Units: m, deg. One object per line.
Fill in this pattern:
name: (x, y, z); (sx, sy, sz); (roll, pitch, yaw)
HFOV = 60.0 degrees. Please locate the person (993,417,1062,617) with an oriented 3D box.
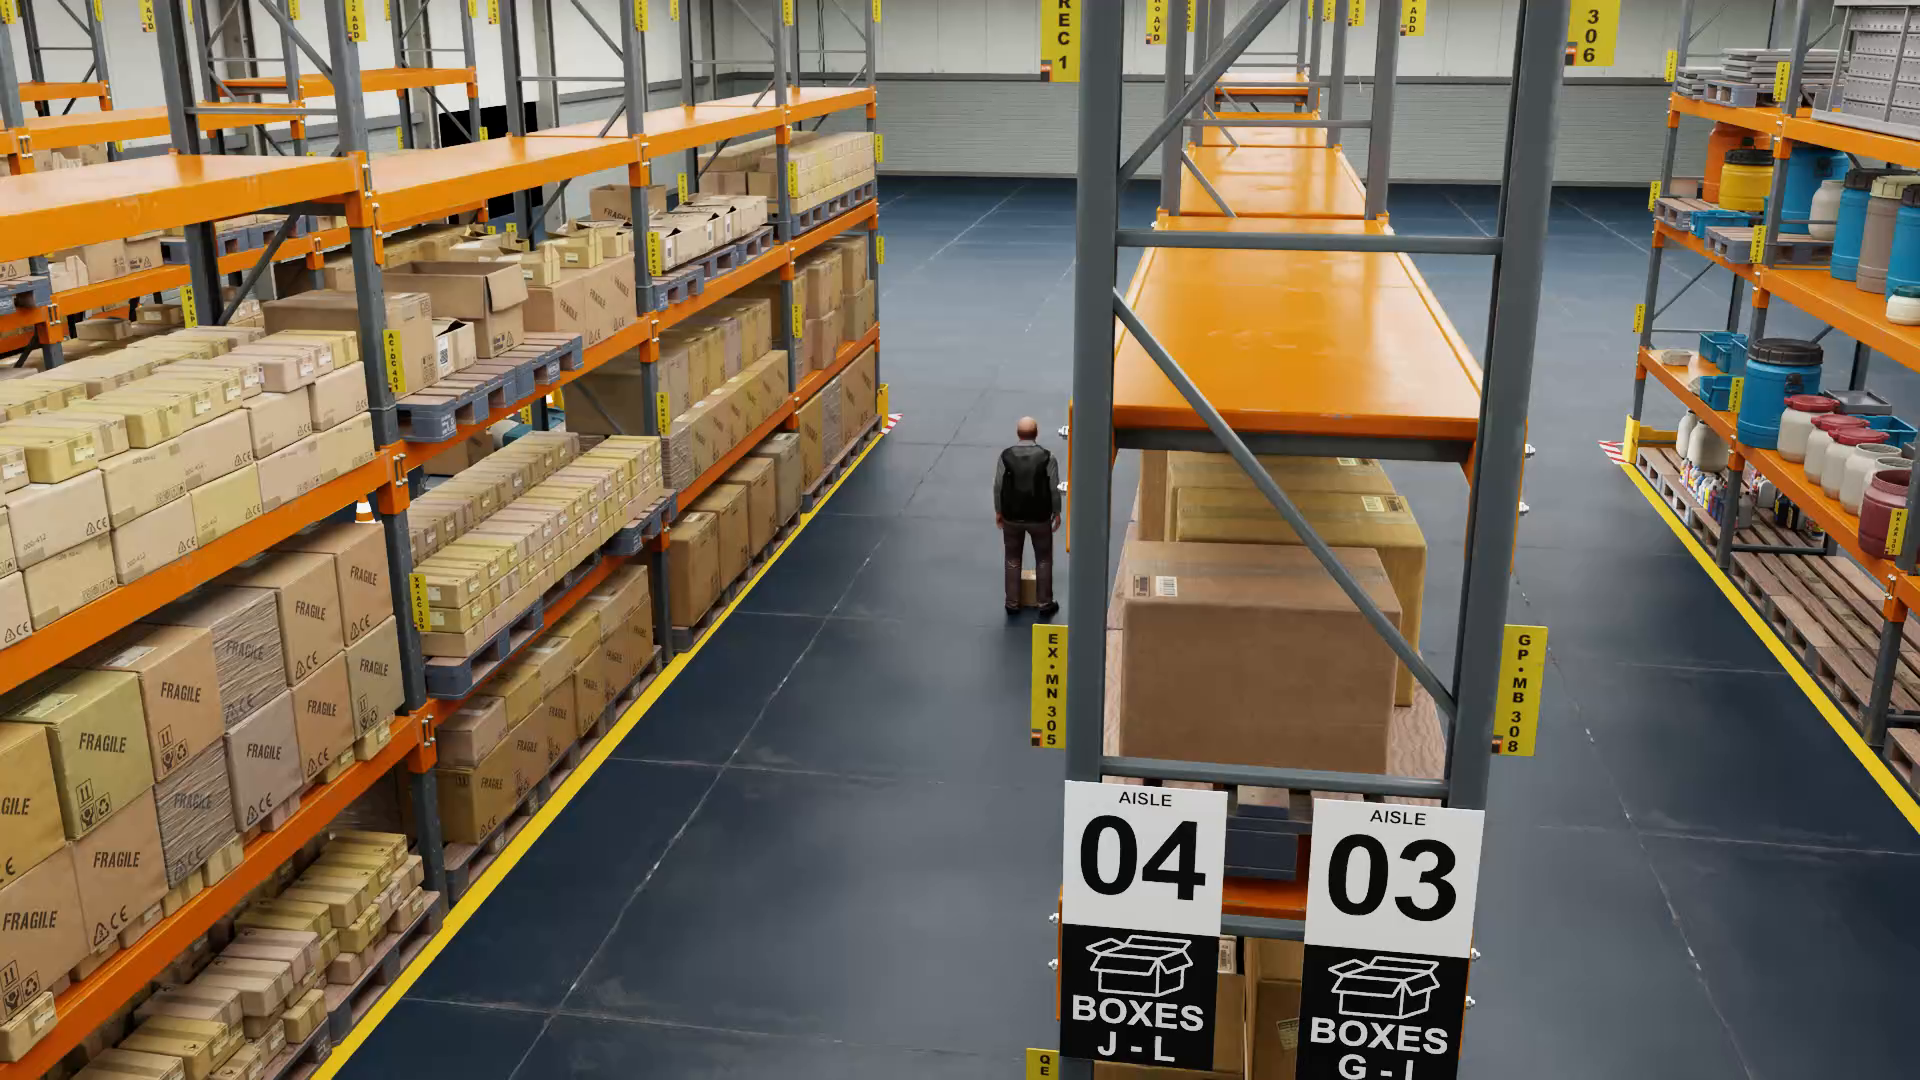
person: (0.574, -0.190, 14.172); (0.579, 1.720, 0.420); (3, 18, 8)
